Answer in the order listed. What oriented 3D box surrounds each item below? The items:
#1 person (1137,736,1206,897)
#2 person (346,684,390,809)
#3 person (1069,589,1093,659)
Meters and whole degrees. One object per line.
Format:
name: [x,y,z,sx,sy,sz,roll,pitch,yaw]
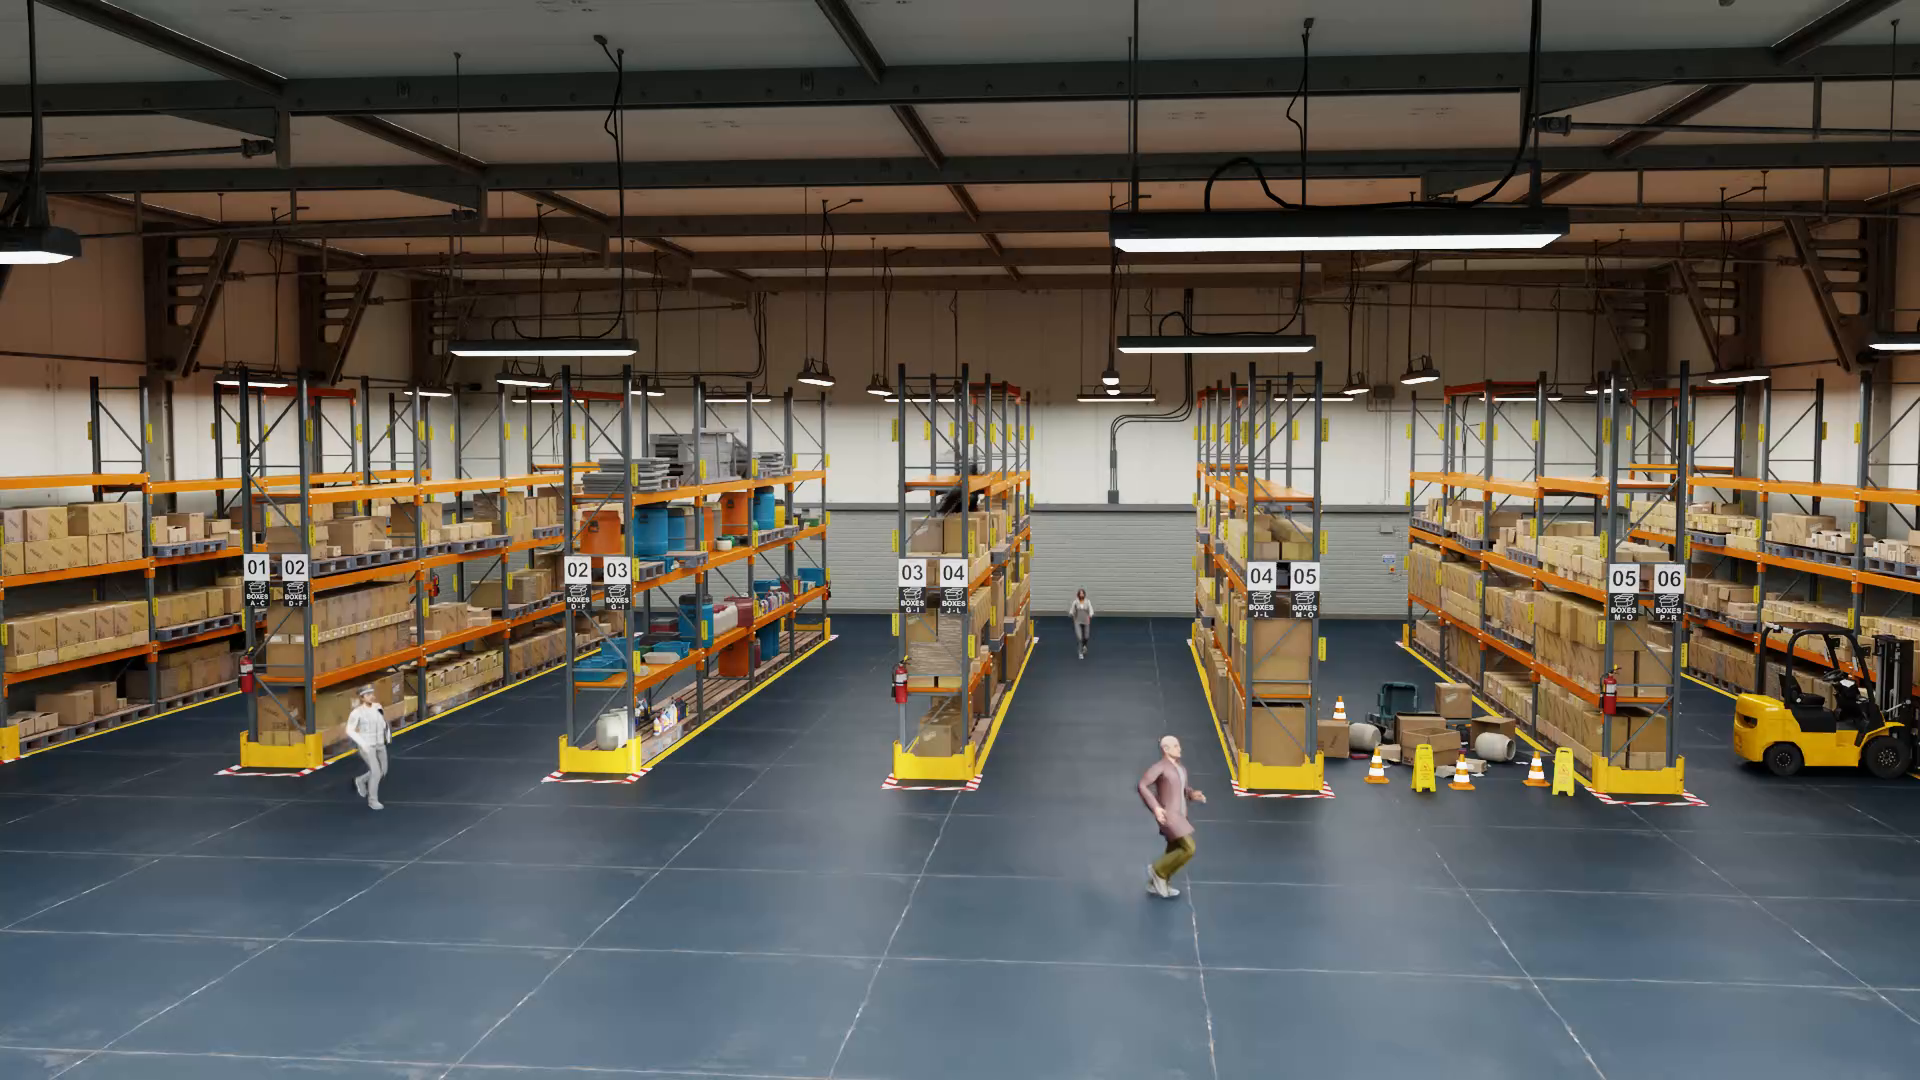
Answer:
person: [2.307,2.976,17.841,0.672,1.740,0.690,2,4,30]
person: [-7.923,2.748,22.284,0.542,1.668,0.616,2,4,34]
person: [2.692,1.858,36.917,0.533,1.549,0.563,0,4,1]
